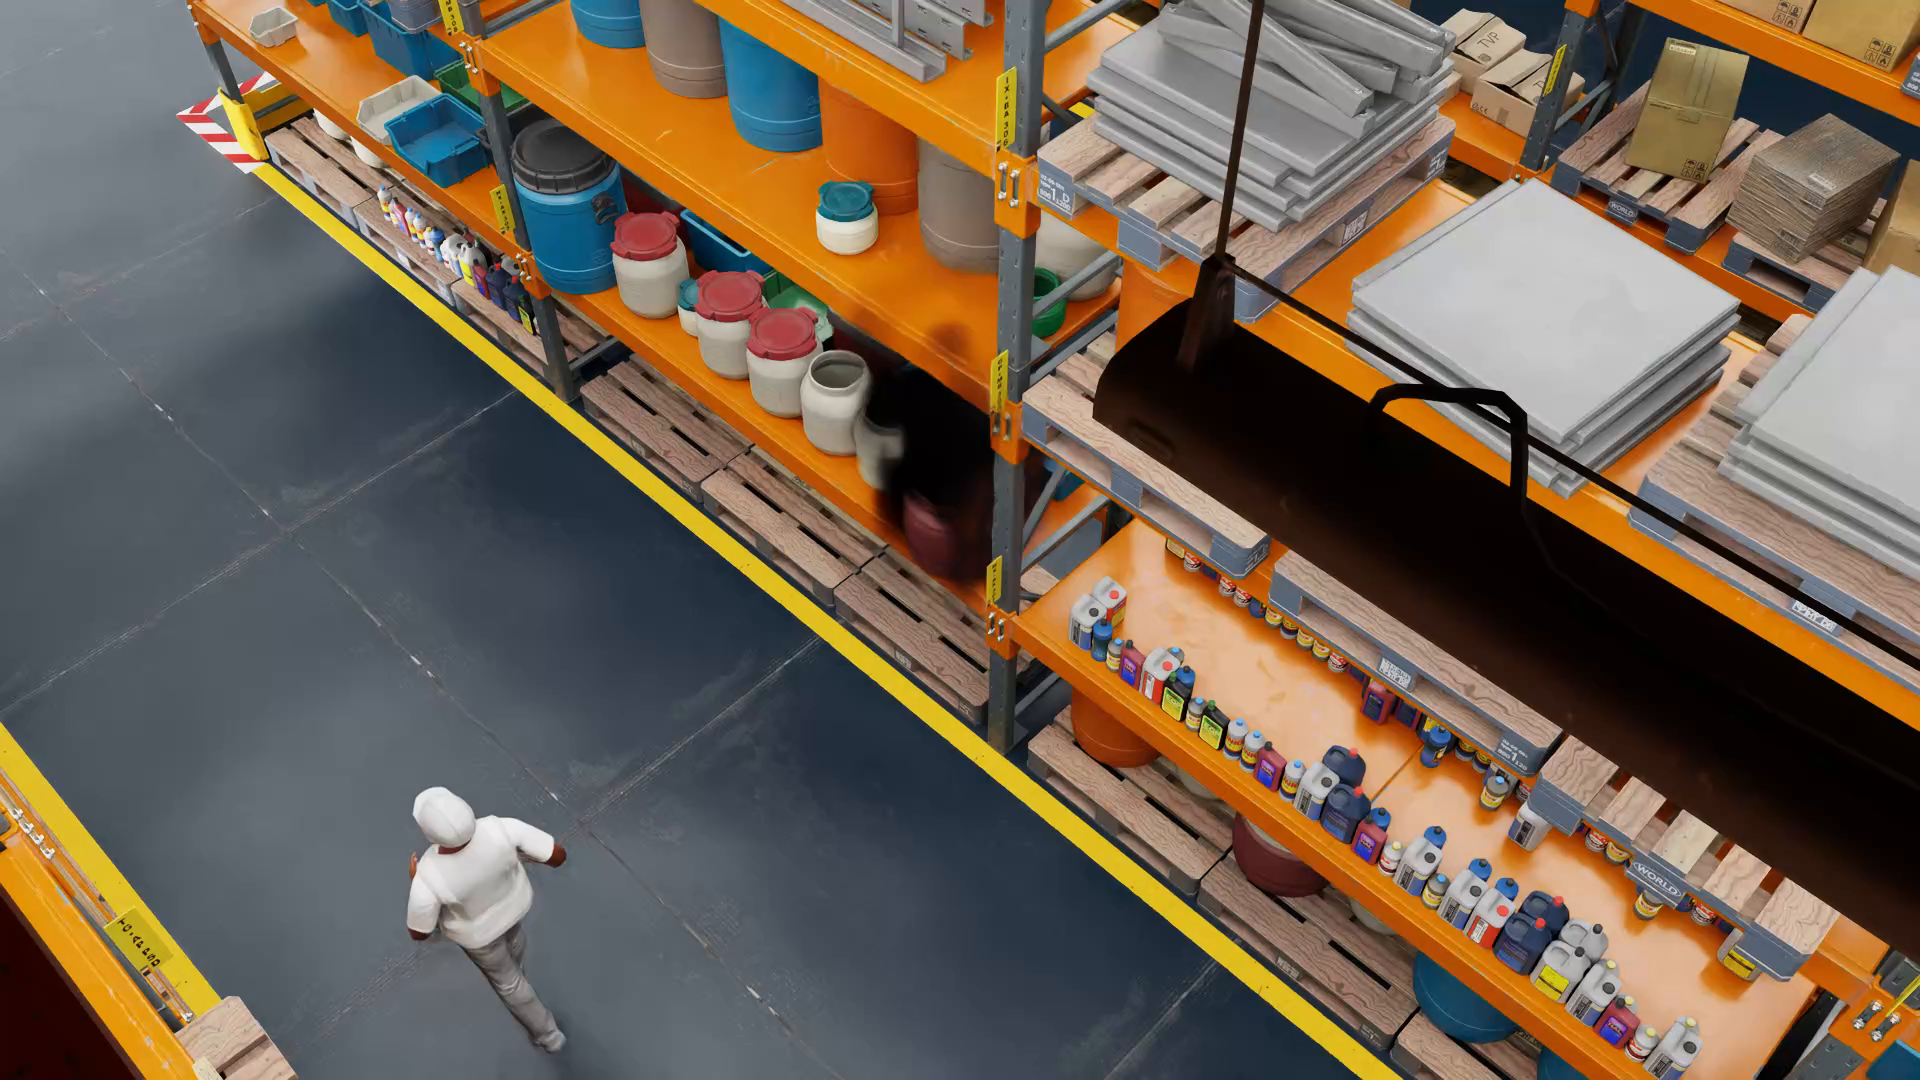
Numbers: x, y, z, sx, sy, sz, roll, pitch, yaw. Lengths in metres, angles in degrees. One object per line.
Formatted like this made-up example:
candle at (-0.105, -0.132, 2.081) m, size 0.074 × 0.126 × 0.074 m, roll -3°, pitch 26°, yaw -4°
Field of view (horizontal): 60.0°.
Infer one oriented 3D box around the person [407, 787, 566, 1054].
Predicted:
person at (-2.125, 1.658, 7.479) m, size 0.788 × 1.808 × 0.698 m, roll 36°, pitch 59°, yaw 26°
